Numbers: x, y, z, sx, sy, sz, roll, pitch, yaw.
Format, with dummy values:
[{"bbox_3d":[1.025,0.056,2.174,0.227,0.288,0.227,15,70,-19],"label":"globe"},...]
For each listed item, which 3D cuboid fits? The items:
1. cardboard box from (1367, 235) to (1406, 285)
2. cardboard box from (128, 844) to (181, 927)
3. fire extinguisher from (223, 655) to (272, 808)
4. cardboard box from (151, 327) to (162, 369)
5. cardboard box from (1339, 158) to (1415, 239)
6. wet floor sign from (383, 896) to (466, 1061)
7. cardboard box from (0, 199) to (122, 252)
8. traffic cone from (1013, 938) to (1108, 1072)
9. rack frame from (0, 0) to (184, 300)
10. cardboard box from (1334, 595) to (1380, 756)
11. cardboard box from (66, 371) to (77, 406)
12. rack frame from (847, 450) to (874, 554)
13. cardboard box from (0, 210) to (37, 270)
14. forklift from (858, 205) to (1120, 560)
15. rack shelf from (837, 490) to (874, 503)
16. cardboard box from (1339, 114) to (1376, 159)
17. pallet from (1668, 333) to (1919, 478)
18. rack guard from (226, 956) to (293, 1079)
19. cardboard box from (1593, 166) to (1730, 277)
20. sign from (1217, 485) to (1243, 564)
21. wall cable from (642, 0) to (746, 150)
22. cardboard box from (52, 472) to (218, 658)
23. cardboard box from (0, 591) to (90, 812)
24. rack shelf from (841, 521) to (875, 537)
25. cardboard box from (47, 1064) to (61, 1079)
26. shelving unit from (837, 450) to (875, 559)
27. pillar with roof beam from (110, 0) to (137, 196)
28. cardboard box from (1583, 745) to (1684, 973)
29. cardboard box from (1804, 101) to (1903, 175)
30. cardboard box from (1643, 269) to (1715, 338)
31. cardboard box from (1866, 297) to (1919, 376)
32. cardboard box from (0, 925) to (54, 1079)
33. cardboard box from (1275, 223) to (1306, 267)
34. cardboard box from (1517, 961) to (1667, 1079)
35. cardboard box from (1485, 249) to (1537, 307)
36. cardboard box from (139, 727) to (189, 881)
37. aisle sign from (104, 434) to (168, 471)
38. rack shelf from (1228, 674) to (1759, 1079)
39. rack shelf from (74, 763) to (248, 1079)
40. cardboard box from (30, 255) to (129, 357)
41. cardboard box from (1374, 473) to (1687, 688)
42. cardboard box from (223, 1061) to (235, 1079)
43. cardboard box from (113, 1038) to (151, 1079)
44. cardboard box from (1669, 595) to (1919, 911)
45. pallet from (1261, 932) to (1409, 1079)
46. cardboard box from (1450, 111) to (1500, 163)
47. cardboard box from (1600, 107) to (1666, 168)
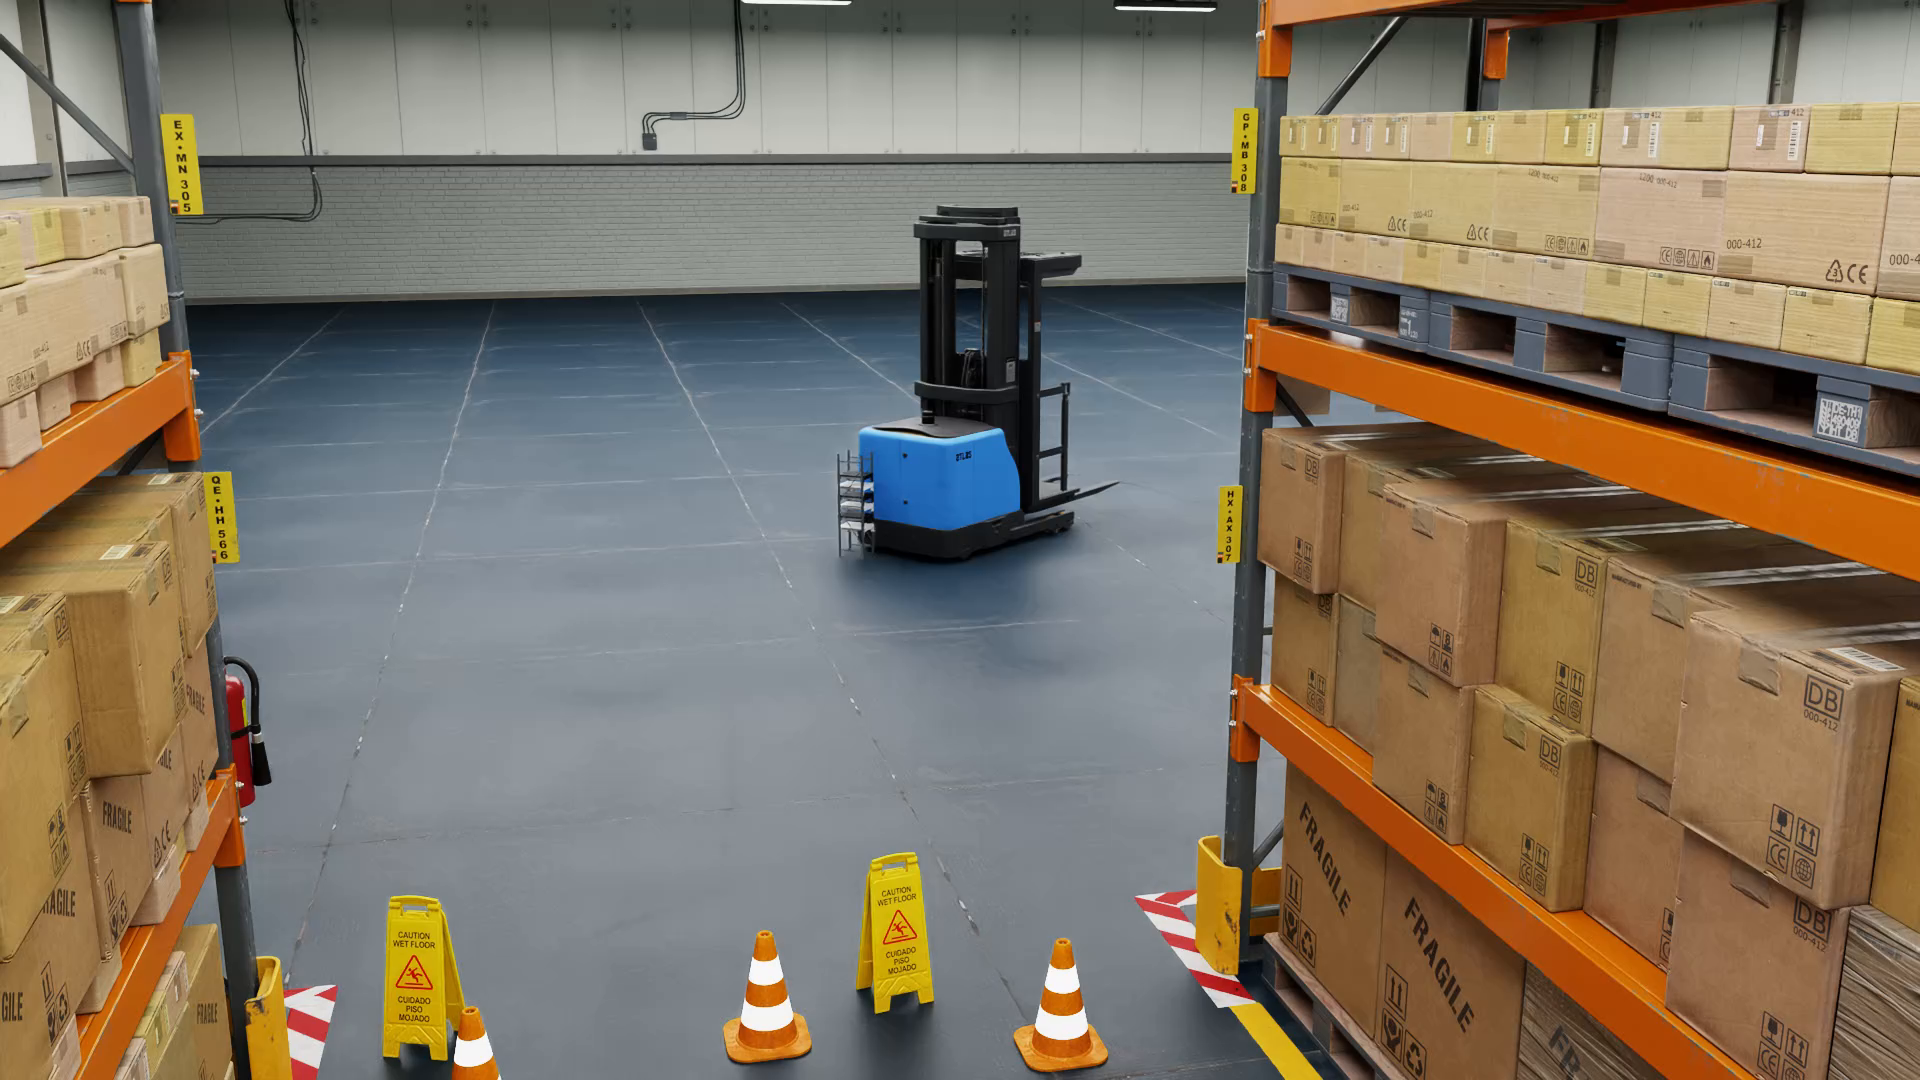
[{"bbox_3d":[1.604,-0.950,5.608,0.380,0.149,0.250,-3,14,-13],"label":"cardboard box"},{"bbox_3d":[-2.539,1.032,4.912,0.380,0.149,0.250,-3,14,-12],"label":"cardboard box"},{"bbox_3d":[-2.711,0.651,6.106,0.296,0.674,0.183,-3,14,-13],"label":"fire extinguisher"},{"bbox_3d":[-2.776,-0.603,5.285,0.380,0.149,0.250,-3,14,-13],"label":"cardboard box"},{"bbox_3d":[1.641,-1.173,5.680,0.500,0.250,0.500,-3,14,-14],"label":"cardboard box"},{"bbox_3d":[-2.136,1.705,6.587,0.267,0.644,0.232,2,14,6],"label":"wet floor sign"},{"bbox_3d":[-2.742,-0.934,4.959,0.380,0.149,0.250,-3,14,-12],"label":"cardboard box"},{"bbox_3d":[0.401,1.800,6.584,0.336,0.463,0.334,-3,14,-13],"label":"traffic cone"},{"bbox_3d":[-3.132,-2.249,5.172,1.000,3.000,0.127,-3,14,-13],"label":"rack frame"},{"bbox_3d":[1.938,0.502,6.236,0.875,0.550,0.550,-3,14,-13],"label":"cardboard box"},{"bbox_3d":[-2.662,-0.422,4.544,0.380,0.149,0.250,-3,14,-13],"label":"cardboard box"},{"bbox_3d":[-0.856,-0.327,14.369,0.240,0.900,0.006,5,15,21],"label":"rack frame"},{"bbox_3d":[-2.604,-0.758,4.238,0.380,0.149,0.250,-3,14,-13],"label":"cardboard box"},{"bbox_3d":[0.400,-1.551,15.100,1.130,2.935,3.031,10,17,36],"label":"forklift"},{"bbox_3d":[-0.894,-0.360,14.264,0.258,0.077,0.200,5,15,21],"label":"rack shelf"},{"bbox_3d":[1.544,-1.397,5.760,0.380,0.149,0.250,-3,14,-14],"label":"cardboard box"},{"bbox_3d":[2.414,-0.315,3.761,1.003,0.211,1.213,-3,14,-13],"label":"pallet"},{"bbox_3d":[-3.114,1.897,6.109,1.175,0.500,0.348,-3,14,-13],"label":"rack guard"},{"bbox_3d":[1.996,-0.824,4.253,0.500,0.250,0.500,-3,14,-14],"label":"cardboard box"},{"bbox_3d":[1.115,-0.063,6.876,0.100,0.325,0.005,-3,14,-13],"label":"sign"},{"bbox_3d":[-5.889,-11.612,36.331,2.305,6.003,0.169,-3,14,-13],"label":"wall cable"},{"bbox_3d":[-2.799,0.092,5.286,0.700,0.500,0.500,-4,14,-15],"label":"cardboard box"},{"bbox_3d":[-2.486,0.444,3.845,0.700,0.500,0.500,-3,14,-14],"label":"cardboard box"},{"bbox_3d":[-0.894,-0.097,14.328,0.258,0.077,0.200,5,15,21],"label":"rack shelf"},{"bbox_3d":[-2.246,1.324,3.717,0.380,0.149,0.250,-3,14,-13],"label":"cardboard box"},{"bbox_3d":[-0.894,-0.305,14.277,0.258,0.900,0.210,5,15,21],"label":"shelving unit"},{"bbox_3d":[-11.529,-8.921,32.483,9.100,9.000,0.548,-3,14,-13],"label":"pillar with roof beam"},{"bbox_3d":[2.334,0.875,4.710,0.875,0.550,0.550,-3,14,-13],"label":"cardboard box"},{"bbox_3d":[2.082,-0.869,3.598,0.380,0.149,0.250,-3,14,-13],"label":"cardboard box"},{"bbox_3d":[1.961,-0.599,4.174,0.380,0.149,0.250,-3,14,-12],"label":"cardboard box"},{"bbox_3d":[2.140,-0.423,3.453,0.380,0.149,0.250,-3,14,-12],"label":"cardboard box"},{"bbox_3d":[-2.270,1.047,3.485,0.500,0.500,0.500,-3,14,-14],"label":"cardboard box"},{"bbox_3d":[1.425,-1.125,6.324,0.380,0.149,0.250,-3,14,-13],"label":"cardboard box"},{"bbox_3d":[2.301,1.760,4.994,0.875,0.875,0.875,-3,14,-13],"label":"cardboard box"},{"bbox_3d":[1.782,-0.775,4.892,0.380,0.149,0.250,-3,14,-13],"label":"cardboard box"},{"bbox_3d":[-2.623,0.698,4.913,0.500,0.500,0.500,-3,14,-13],"label":"cardboard box"},{"bbox_3d":[-2.864,-0.628,5.700,0.394,0.787,0.004,-3,14,-13],"label":"aisle sign"},{"bbox_3d":[2.126,1.177,5.306,1.077,0.370,4.000,-3,14,-13],"label":"rack shelf"},{"bbox_3d":[-2.662,1.476,4.081,1.077,0.370,4.000,-3,14,-13],"label":"rack shelf"},{"bbox_3d":[-2.646,-0.644,4.610,0.500,0.250,0.500,-3,14,-14],"label":"cardboard box"},{"bbox_3d":[1.924,0.115,5.545,0.875,0.550,0.550,-3,14,-13],"label":"cardboard box"},{"bbox_3d":[-2.675,1.974,5.436,0.500,0.250,0.500,-3,14,-13],"label":"cardboard box"},{"bbox_3d":[-2.422,1.488,4.479,0.380,0.149,0.250,-3,14,-11],"label":"cardboard box"},{"bbox_3d":[2.300,0.484,4.035,0.875,0.550,0.550,-3,14,-13],"label":"cardboard box"},{"bbox_3d":[1.920,1.901,6.702,1.003,0.211,1.213,-3,14,-13],"label":"pallet"},{"bbox_3d":[1.723,-1.221,5.038,0.380,0.149,0.250,-3,14,-14],"label":"cardboard box"},{"bbox_3d":[1.904,-1.044,4.314,0.380,0.149,0.250,-3,14,-14],"label":"cardboard box"}]
